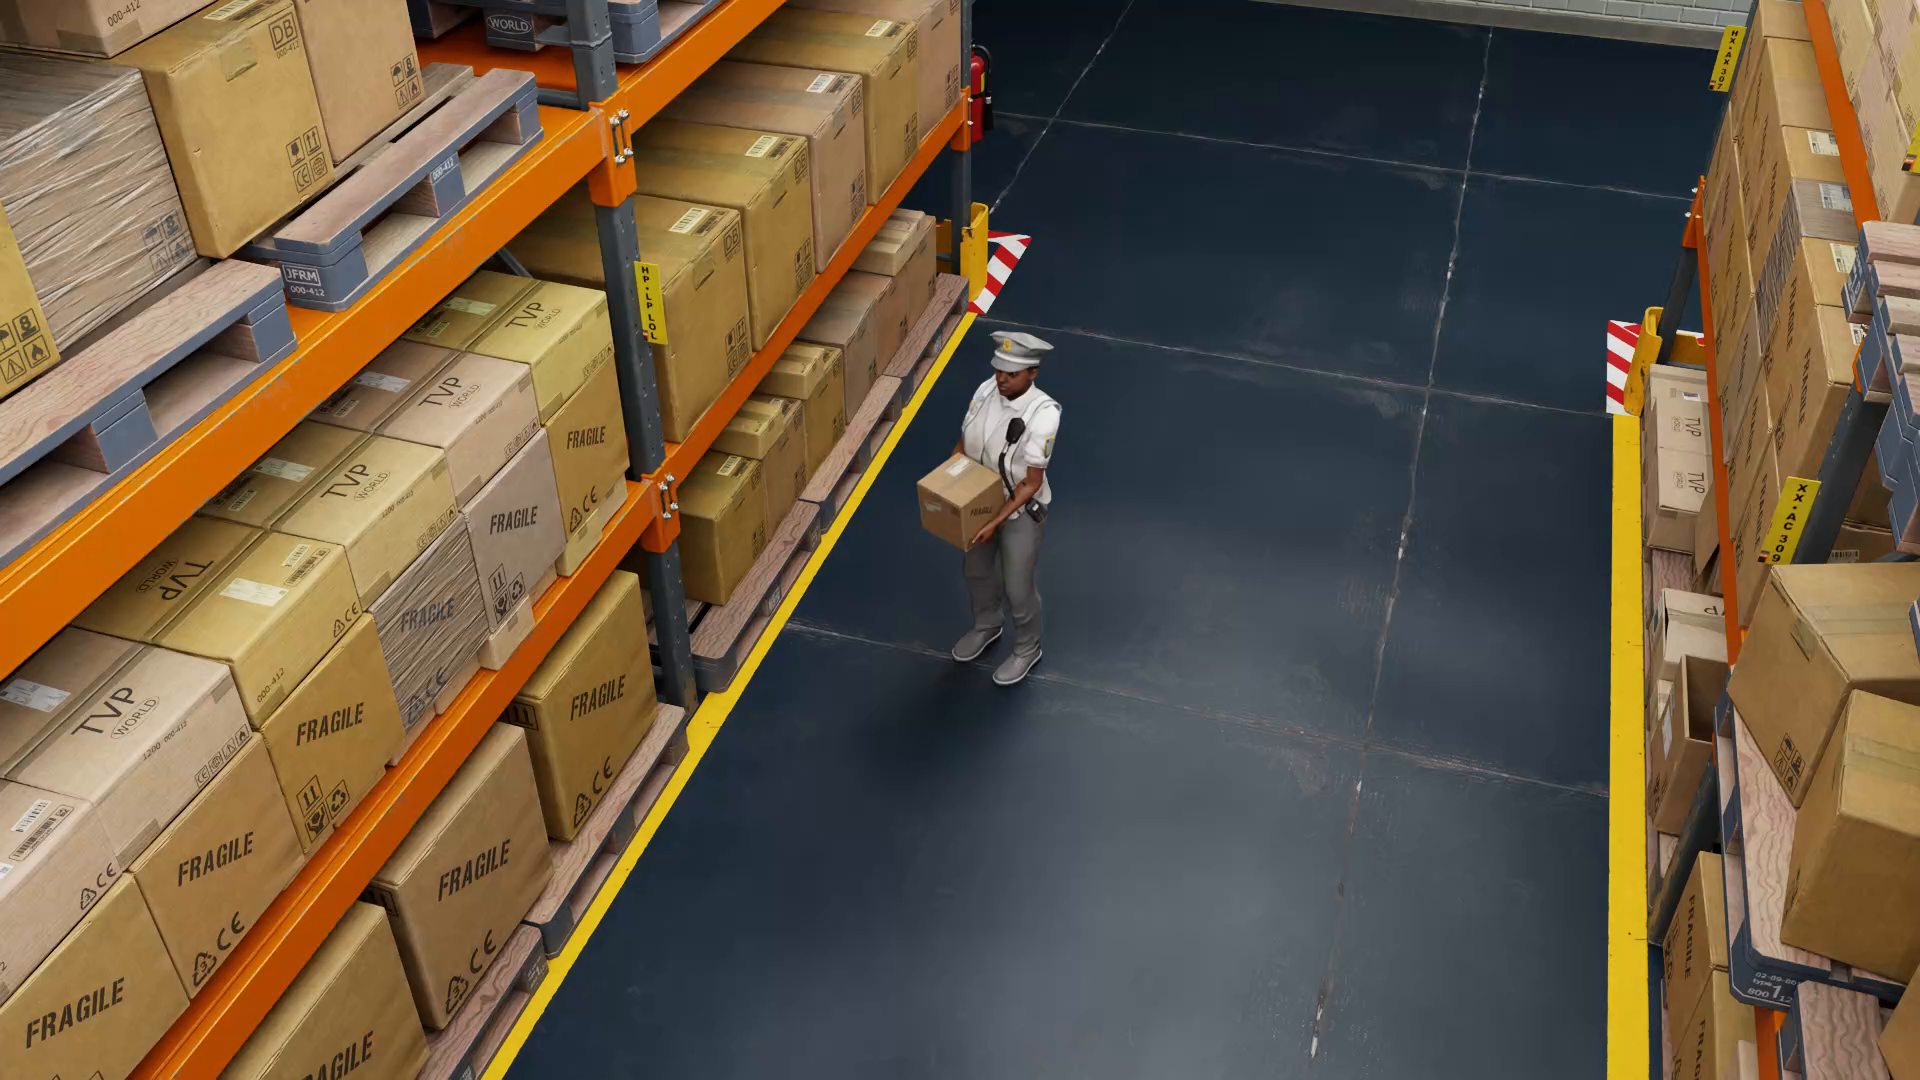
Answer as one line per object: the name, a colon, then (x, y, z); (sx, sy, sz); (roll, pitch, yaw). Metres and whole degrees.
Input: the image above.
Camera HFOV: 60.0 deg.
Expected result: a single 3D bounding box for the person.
person: (0.134, -0.114, 7.021); (0.451, 1.689, 0.527); (30, 46, 33)
